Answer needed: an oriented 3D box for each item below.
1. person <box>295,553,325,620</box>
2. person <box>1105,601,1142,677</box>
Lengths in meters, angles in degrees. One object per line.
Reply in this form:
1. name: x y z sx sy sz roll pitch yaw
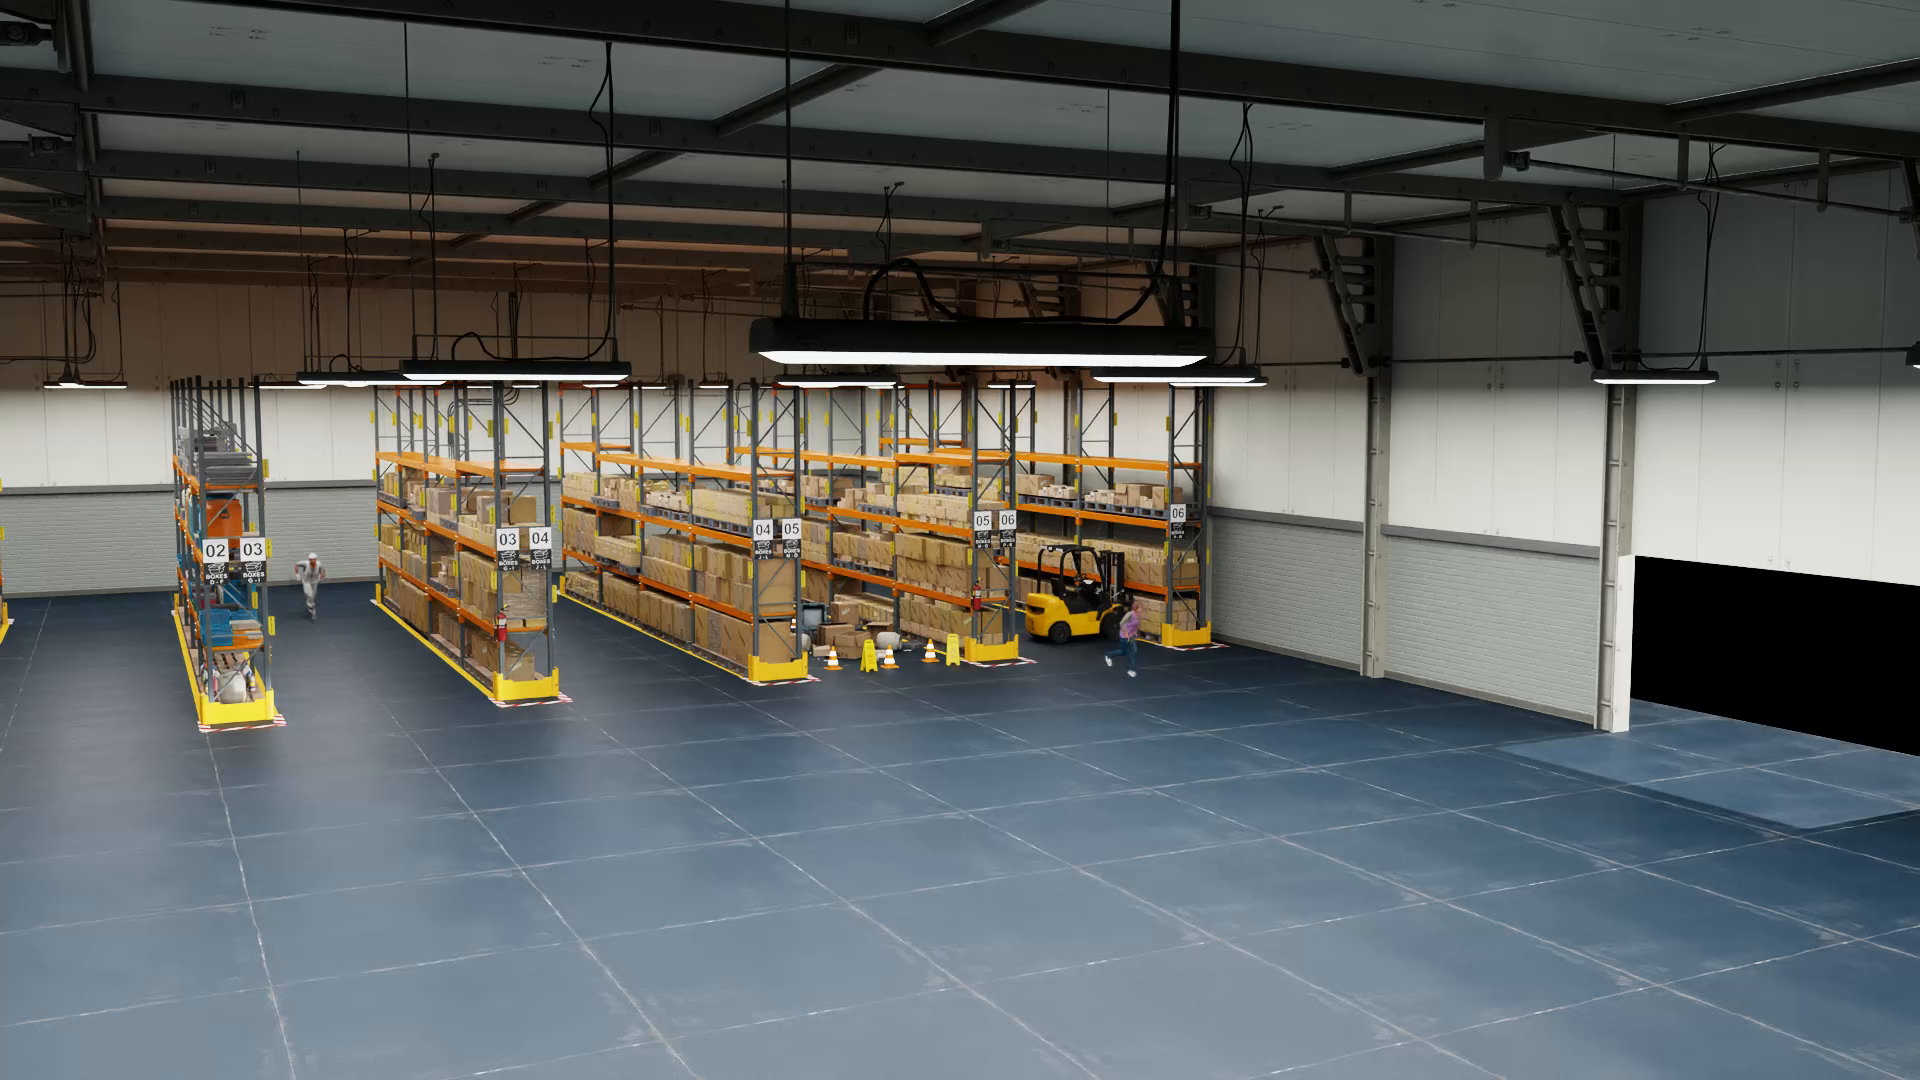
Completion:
1. person: -16.487 1.159 42.168 0.706 1.730 1.051 -3 6 -33
2. person: 3.318 1.985 33.720 0.866 1.548 0.549 4 6 36
